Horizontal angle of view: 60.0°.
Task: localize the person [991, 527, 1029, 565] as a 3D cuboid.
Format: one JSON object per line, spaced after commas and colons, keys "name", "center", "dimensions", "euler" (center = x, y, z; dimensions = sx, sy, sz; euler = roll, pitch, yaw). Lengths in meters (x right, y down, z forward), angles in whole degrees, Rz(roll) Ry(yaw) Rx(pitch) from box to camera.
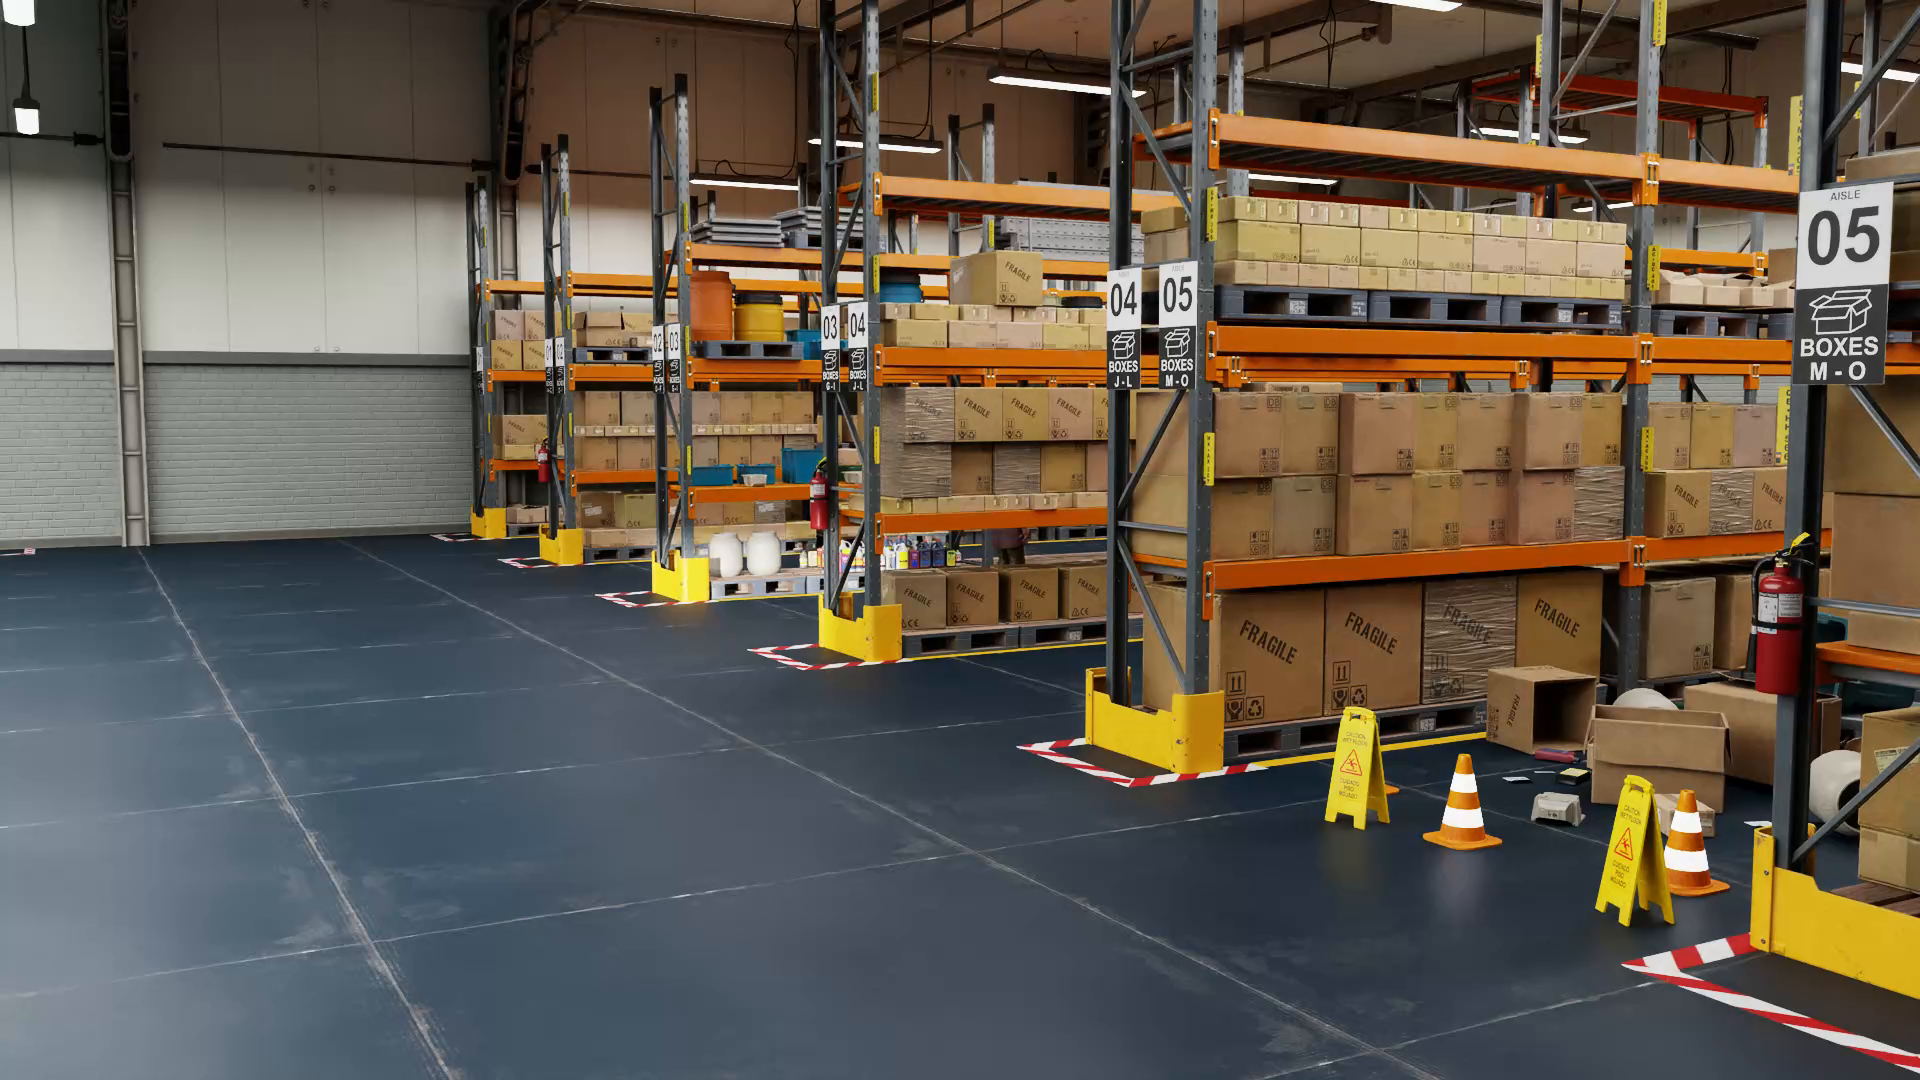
{"name": "person", "center": [0.556, -0.146, 18.892], "dimensions": [0.423, 1.774, 0.653], "euler": [-3, 6, -32]}
